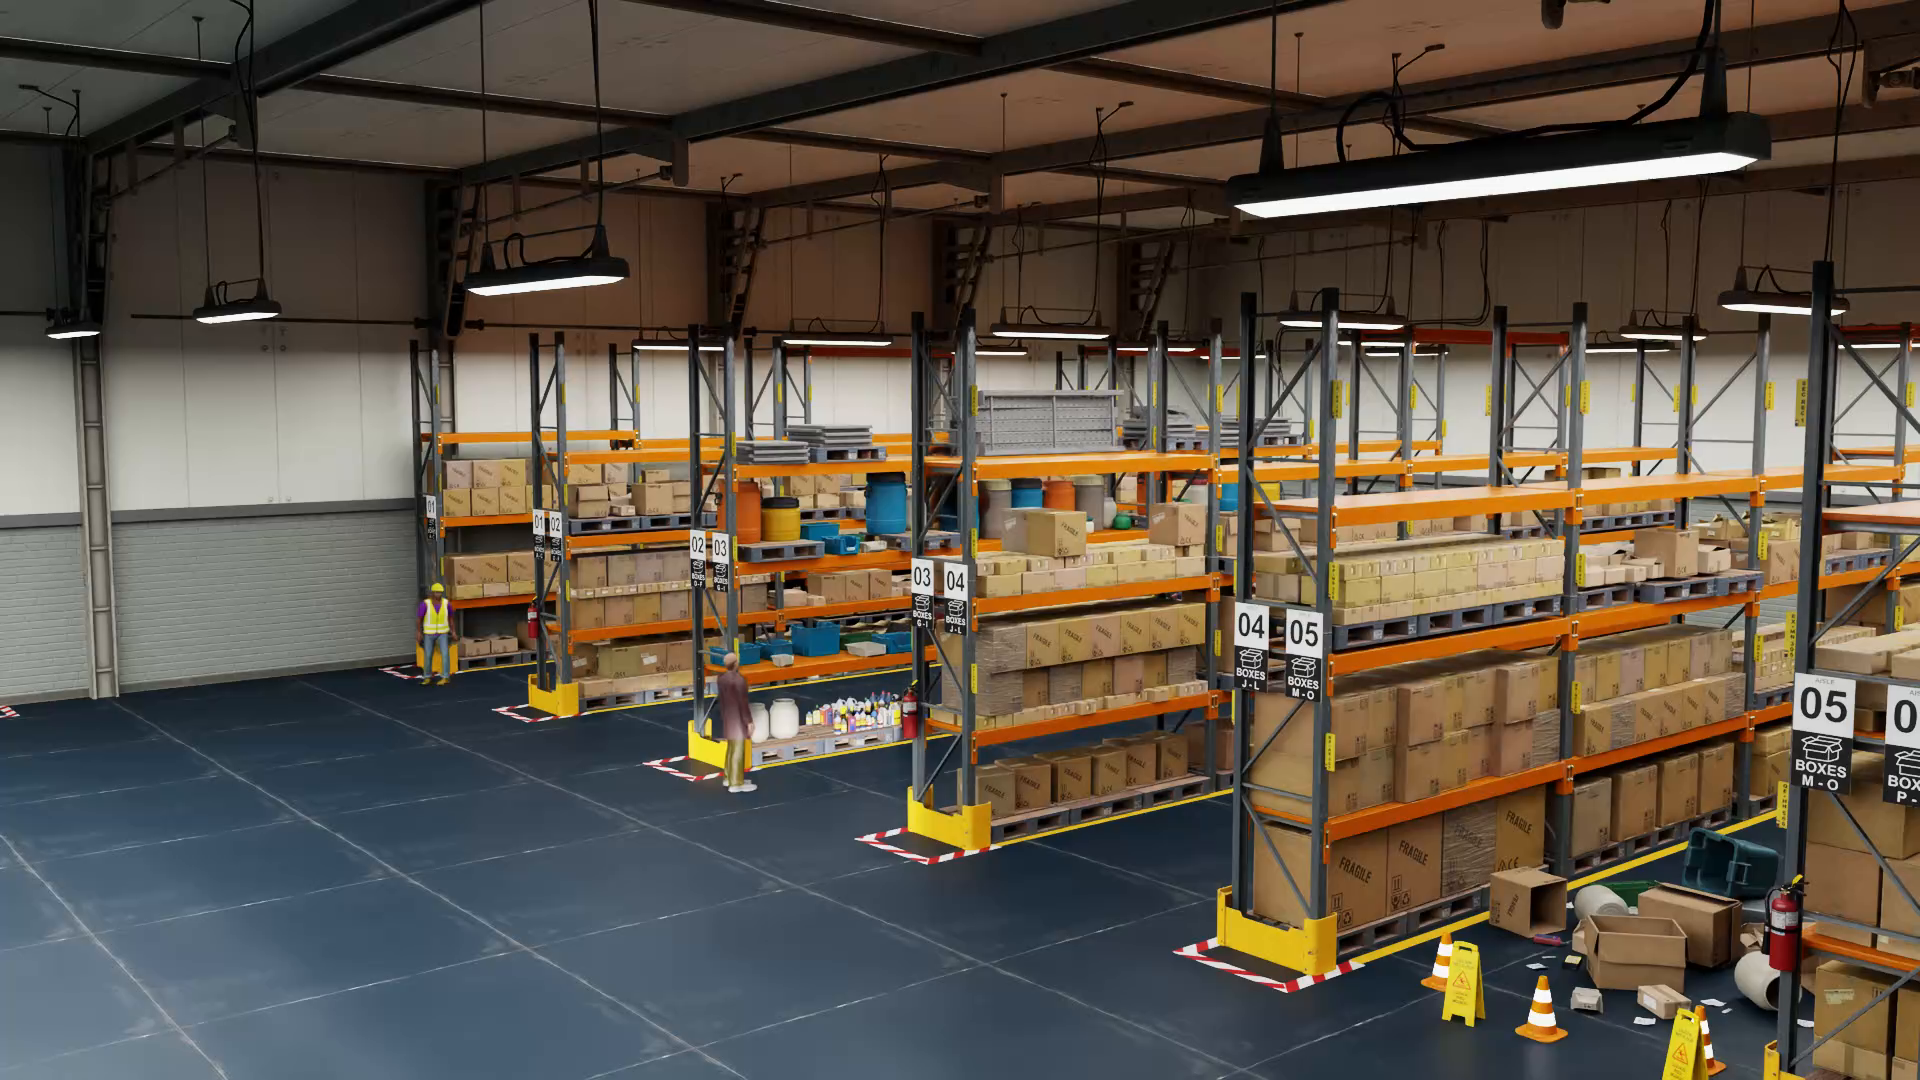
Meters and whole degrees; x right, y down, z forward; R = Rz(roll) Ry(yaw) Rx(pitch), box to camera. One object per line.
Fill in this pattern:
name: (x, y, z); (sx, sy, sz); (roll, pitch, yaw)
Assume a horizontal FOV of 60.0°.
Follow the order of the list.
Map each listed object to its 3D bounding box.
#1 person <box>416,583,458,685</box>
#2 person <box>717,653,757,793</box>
person: (-9.061, 1.621, 28.802); (0.680, 1.763, 0.444); (-2, 6, -19)
person: (-2.852, 2.315, 21.265); (0.452, 1.773, 0.589); (-2, 6, -18)
